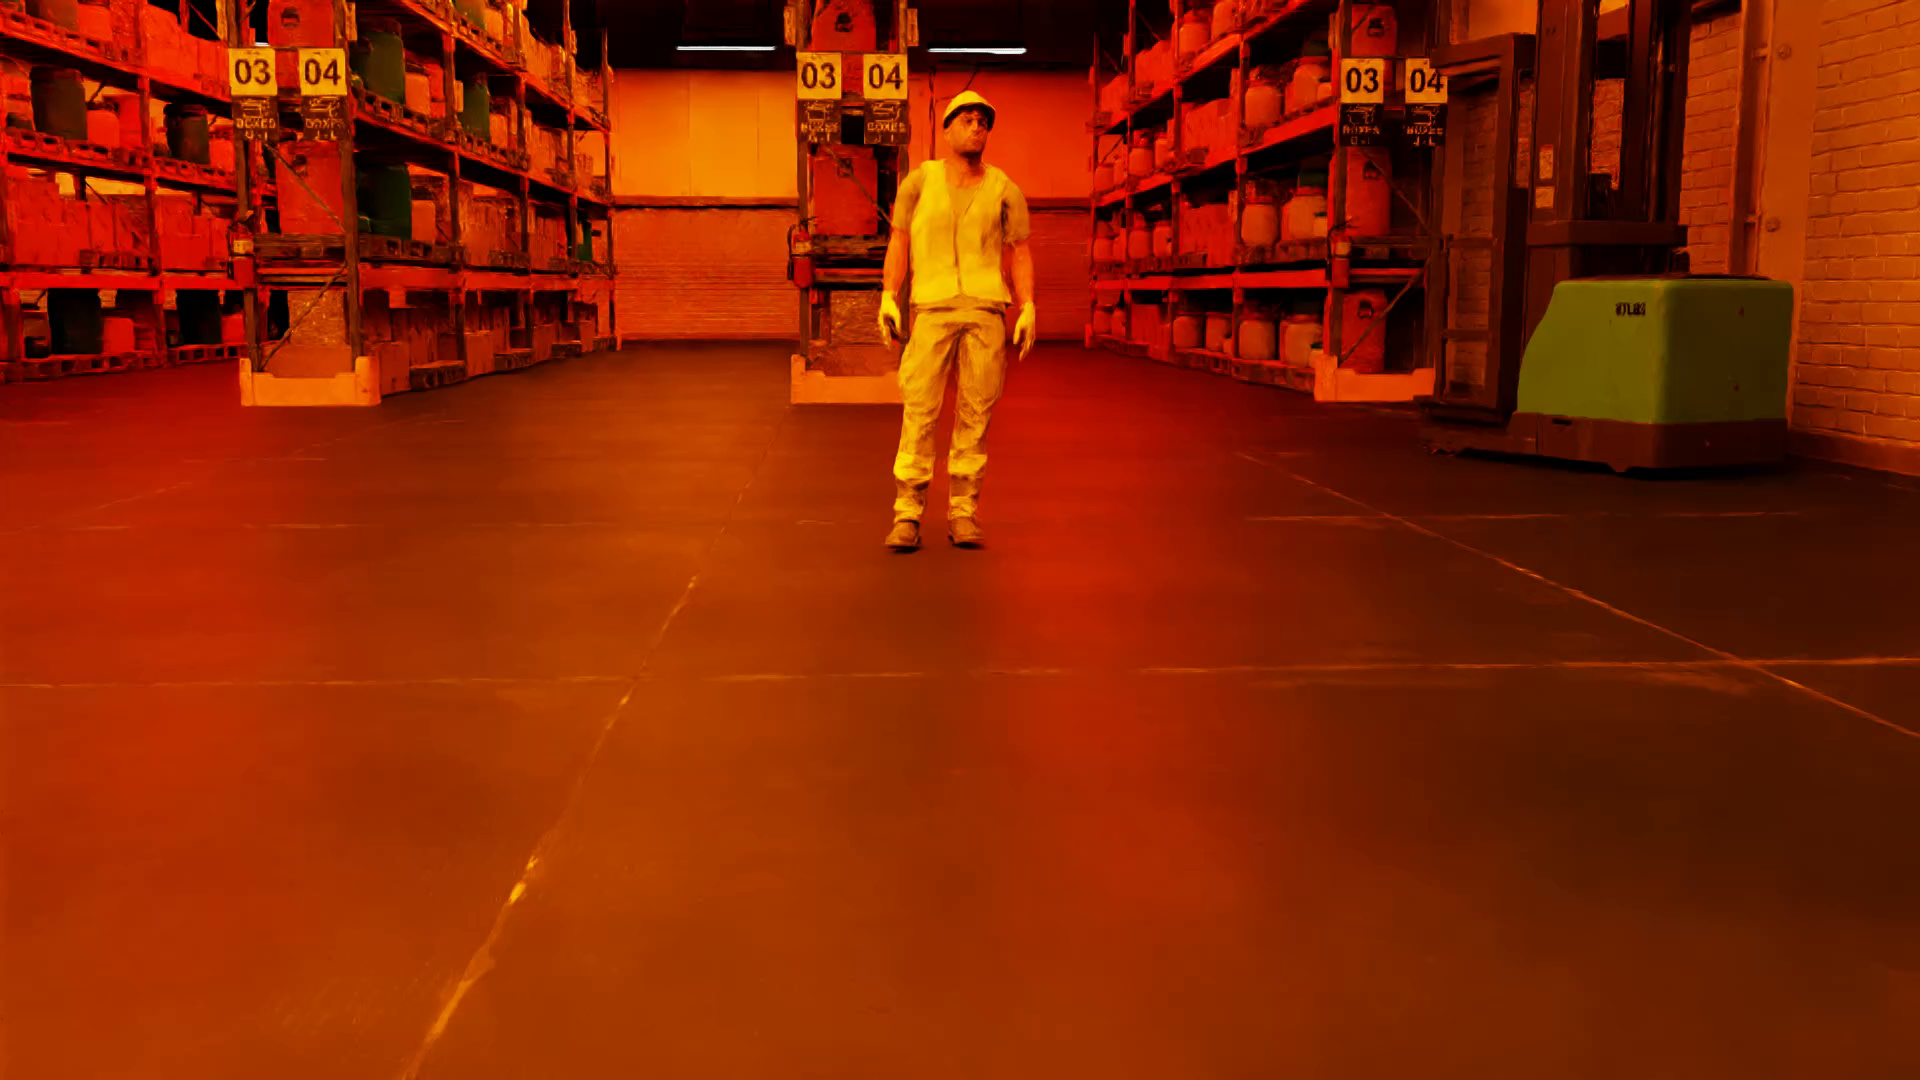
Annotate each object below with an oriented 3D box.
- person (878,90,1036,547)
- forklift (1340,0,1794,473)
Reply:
[{"bbox_3d":[-0.006,-0.880,6.597,0.637,1.787,0.563,-1,8,-4],"label":"person"},{"bbox_3d":[3.574,-1.993,10.255,1.130,2.935,3.031,-4,9,-23],"label":"forklift"}]
